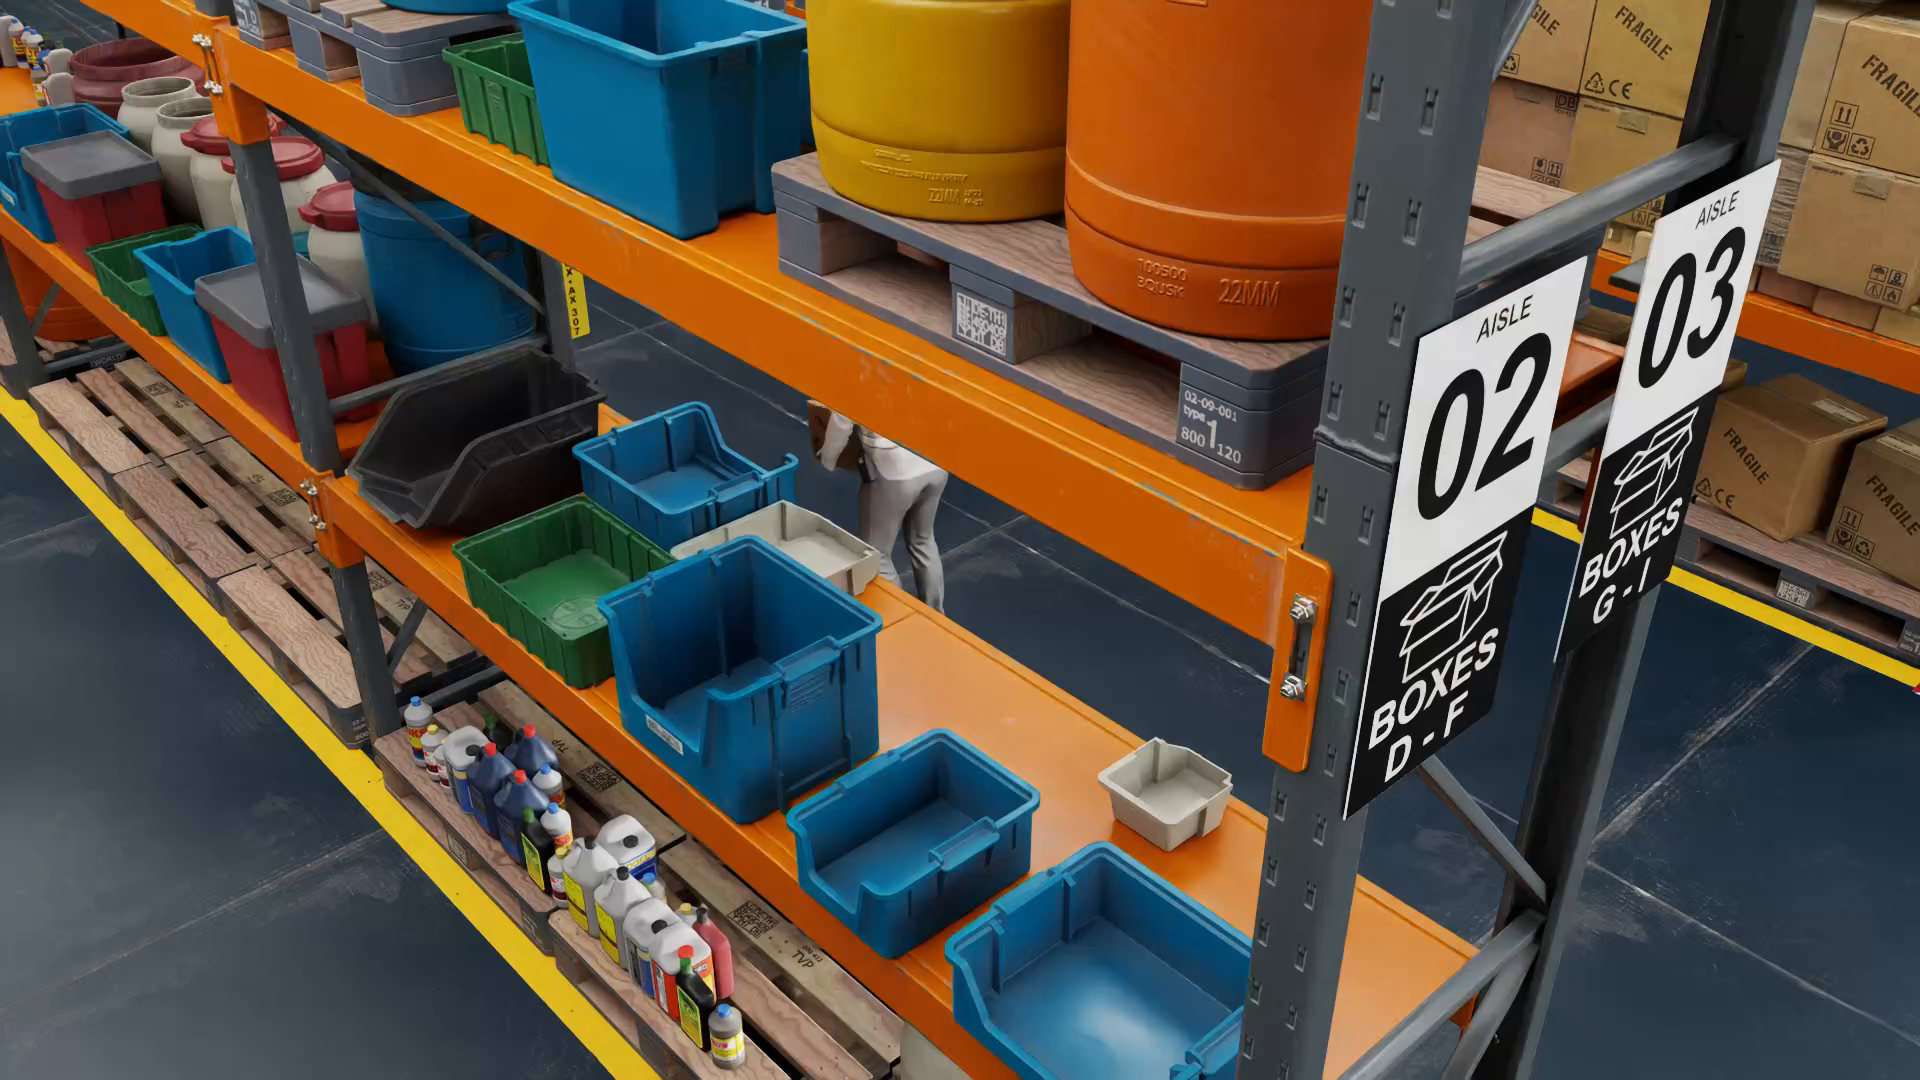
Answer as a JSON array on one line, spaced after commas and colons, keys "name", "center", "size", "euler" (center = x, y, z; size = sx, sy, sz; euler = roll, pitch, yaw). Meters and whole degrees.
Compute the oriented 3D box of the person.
[{"name": "person", "center": [-0.306, -0.296, 6.609], "size": [0.416, 1.674, 0.535], "euler": [-27, 41, -36]}]
